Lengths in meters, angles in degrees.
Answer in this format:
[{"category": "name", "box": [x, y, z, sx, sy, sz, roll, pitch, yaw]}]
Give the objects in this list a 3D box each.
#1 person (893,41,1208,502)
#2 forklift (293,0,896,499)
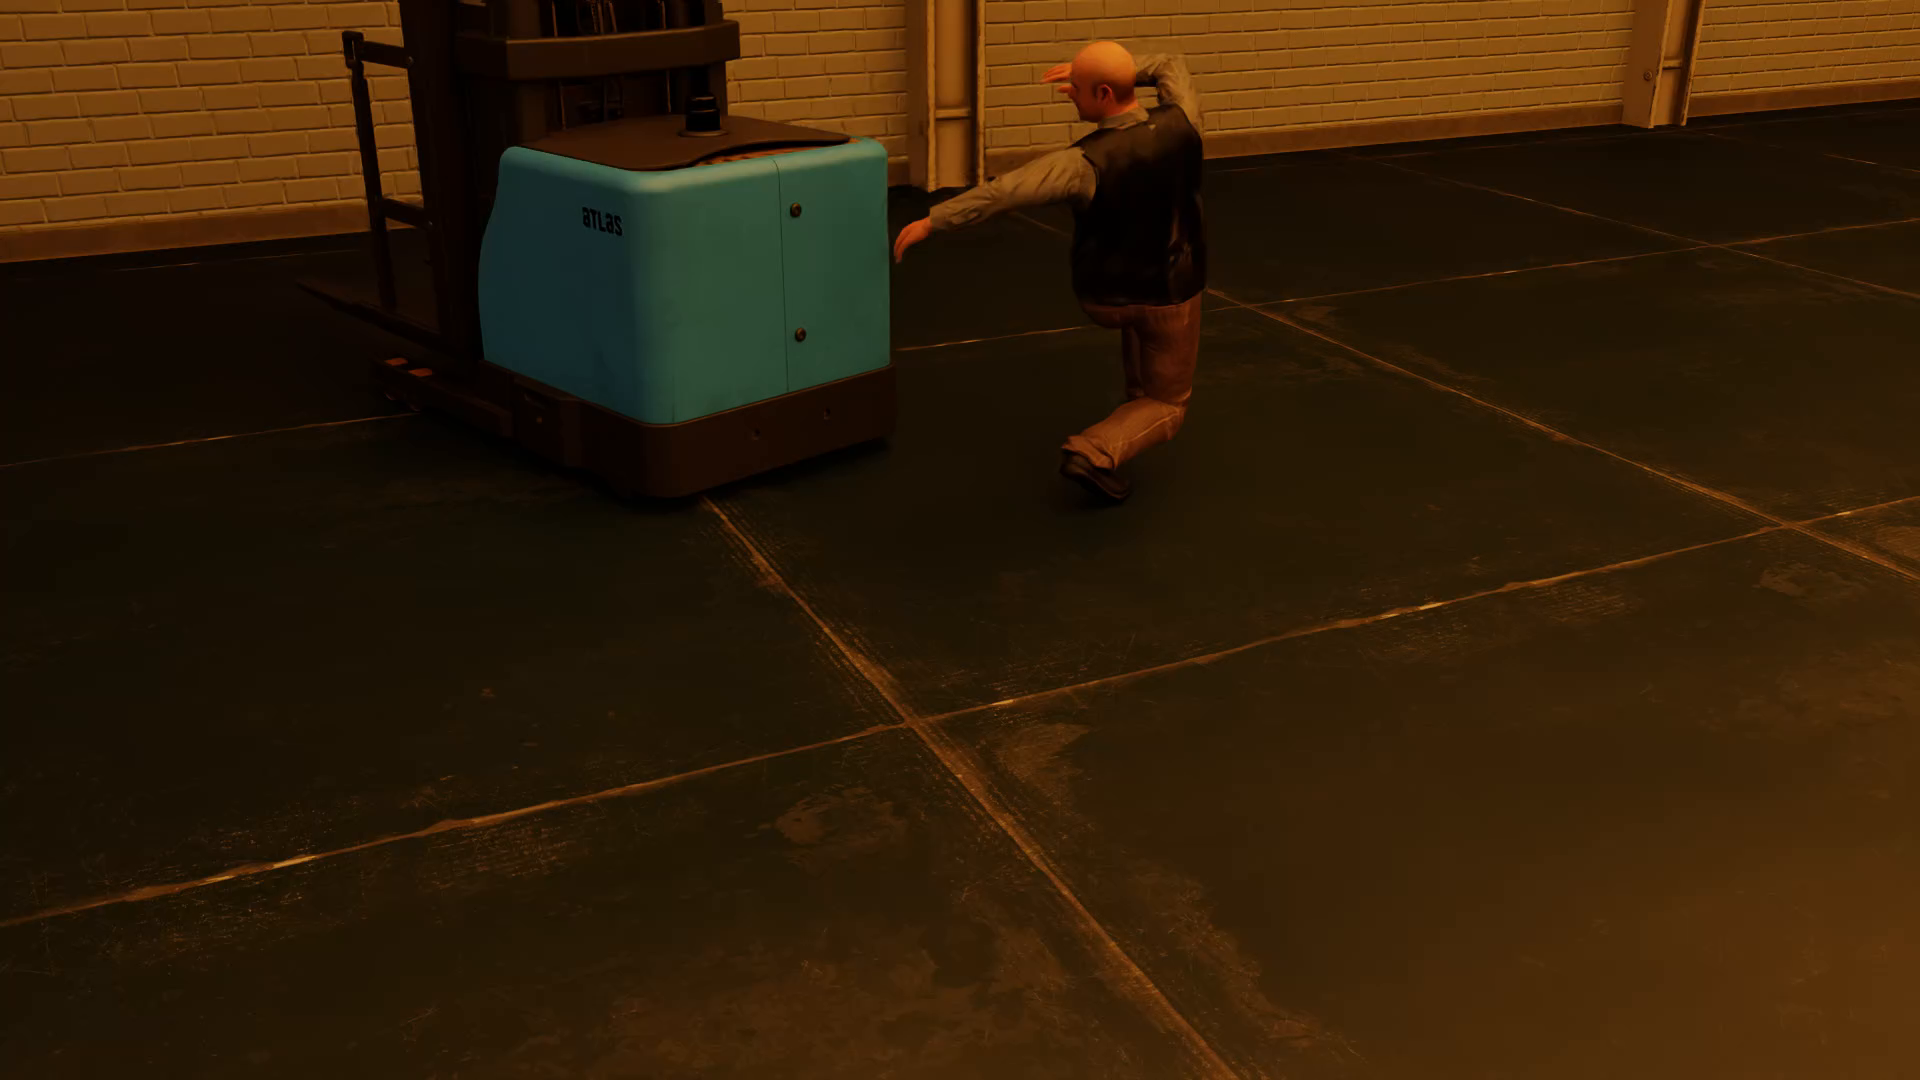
[{"category": "person", "box": [0.337, -0.924, 5.480, 0.958, 1.430, 0.953, 6, 23, 13]}, {"category": "forklift", "box": [-1.614, -1.957, 5.998, 1.130, 2.935, 3.031, -21, 30, -40]}]
